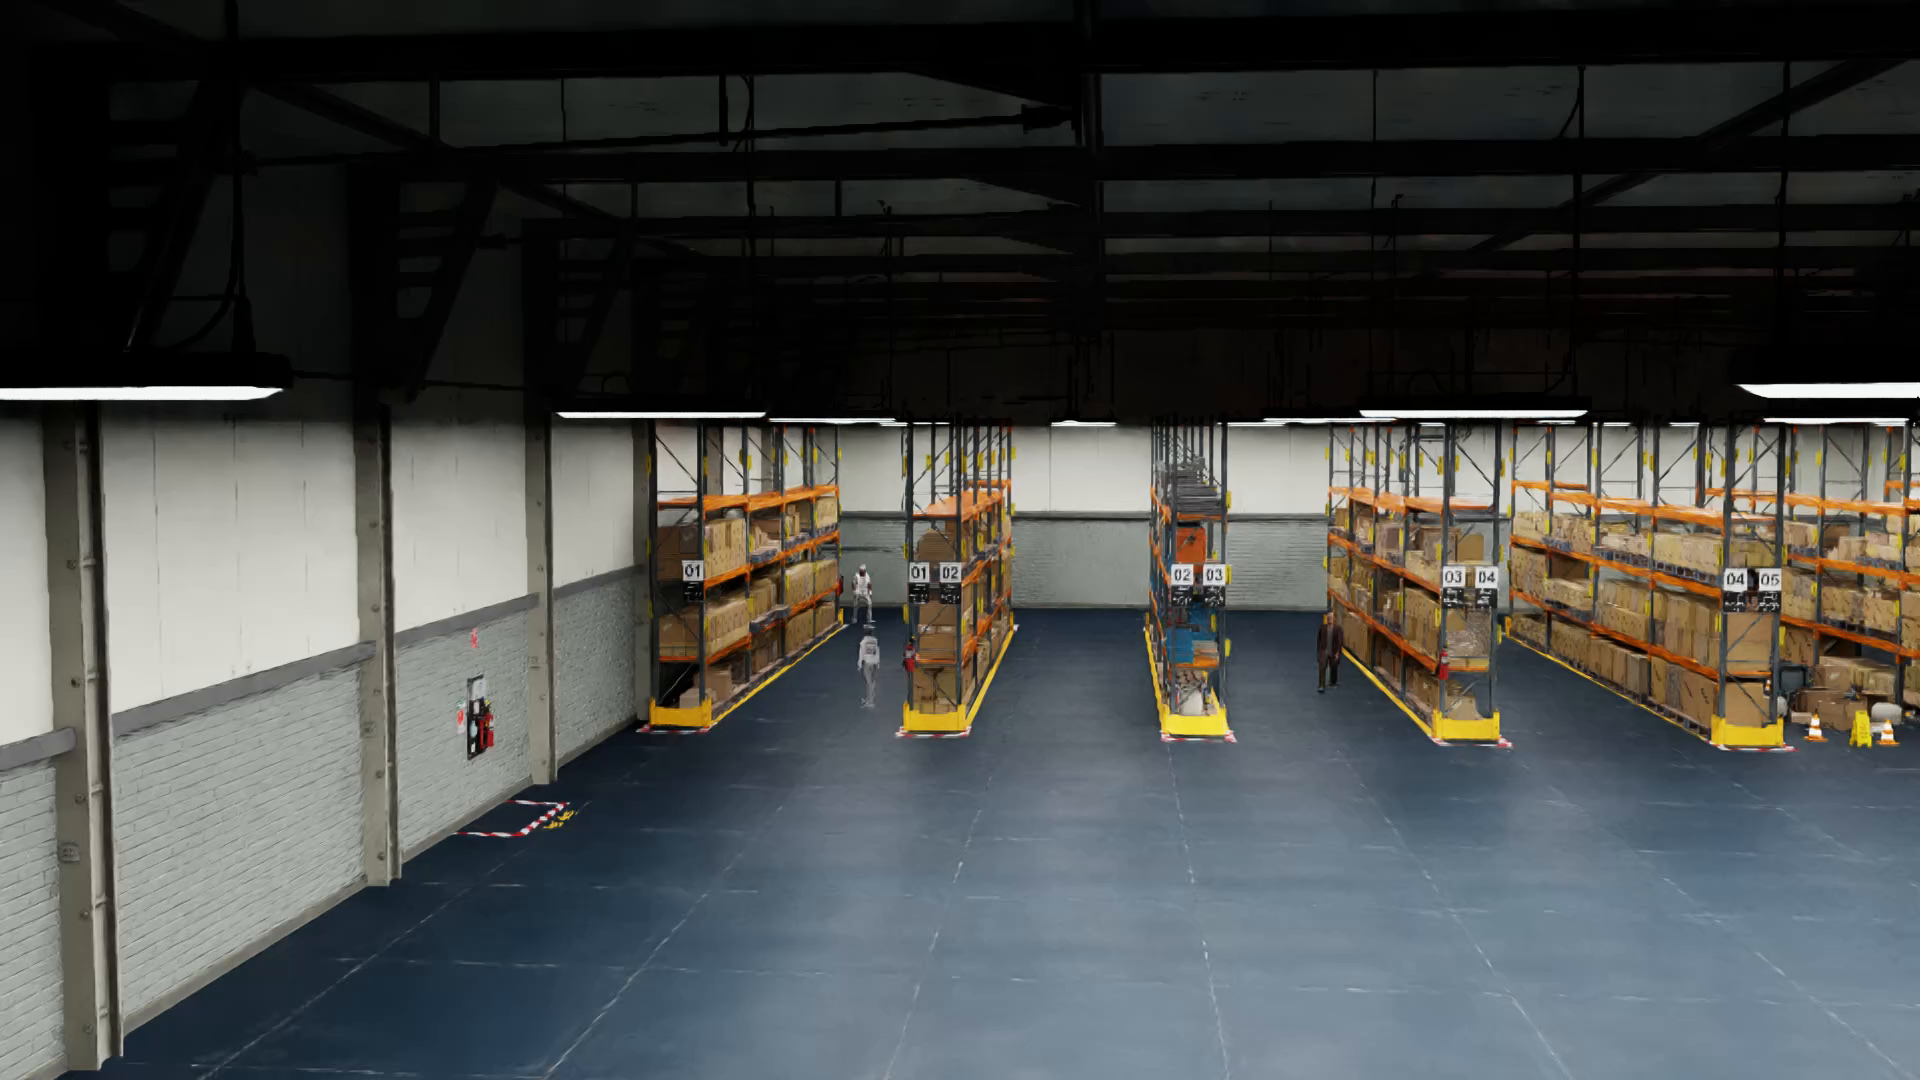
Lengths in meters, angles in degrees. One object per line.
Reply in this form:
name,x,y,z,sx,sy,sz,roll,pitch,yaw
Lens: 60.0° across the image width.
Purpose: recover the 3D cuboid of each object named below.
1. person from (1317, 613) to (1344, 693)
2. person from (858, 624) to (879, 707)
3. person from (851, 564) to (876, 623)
person,8.011,2.426,36.012,0.567,1.716,1.104,1,4,14
person,-1.893,2.570,34.267,0.544,1.665,0.573,3,5,38
person,-2.874,1.572,48.732,0.684,1.733,0.743,-2,4,-23
